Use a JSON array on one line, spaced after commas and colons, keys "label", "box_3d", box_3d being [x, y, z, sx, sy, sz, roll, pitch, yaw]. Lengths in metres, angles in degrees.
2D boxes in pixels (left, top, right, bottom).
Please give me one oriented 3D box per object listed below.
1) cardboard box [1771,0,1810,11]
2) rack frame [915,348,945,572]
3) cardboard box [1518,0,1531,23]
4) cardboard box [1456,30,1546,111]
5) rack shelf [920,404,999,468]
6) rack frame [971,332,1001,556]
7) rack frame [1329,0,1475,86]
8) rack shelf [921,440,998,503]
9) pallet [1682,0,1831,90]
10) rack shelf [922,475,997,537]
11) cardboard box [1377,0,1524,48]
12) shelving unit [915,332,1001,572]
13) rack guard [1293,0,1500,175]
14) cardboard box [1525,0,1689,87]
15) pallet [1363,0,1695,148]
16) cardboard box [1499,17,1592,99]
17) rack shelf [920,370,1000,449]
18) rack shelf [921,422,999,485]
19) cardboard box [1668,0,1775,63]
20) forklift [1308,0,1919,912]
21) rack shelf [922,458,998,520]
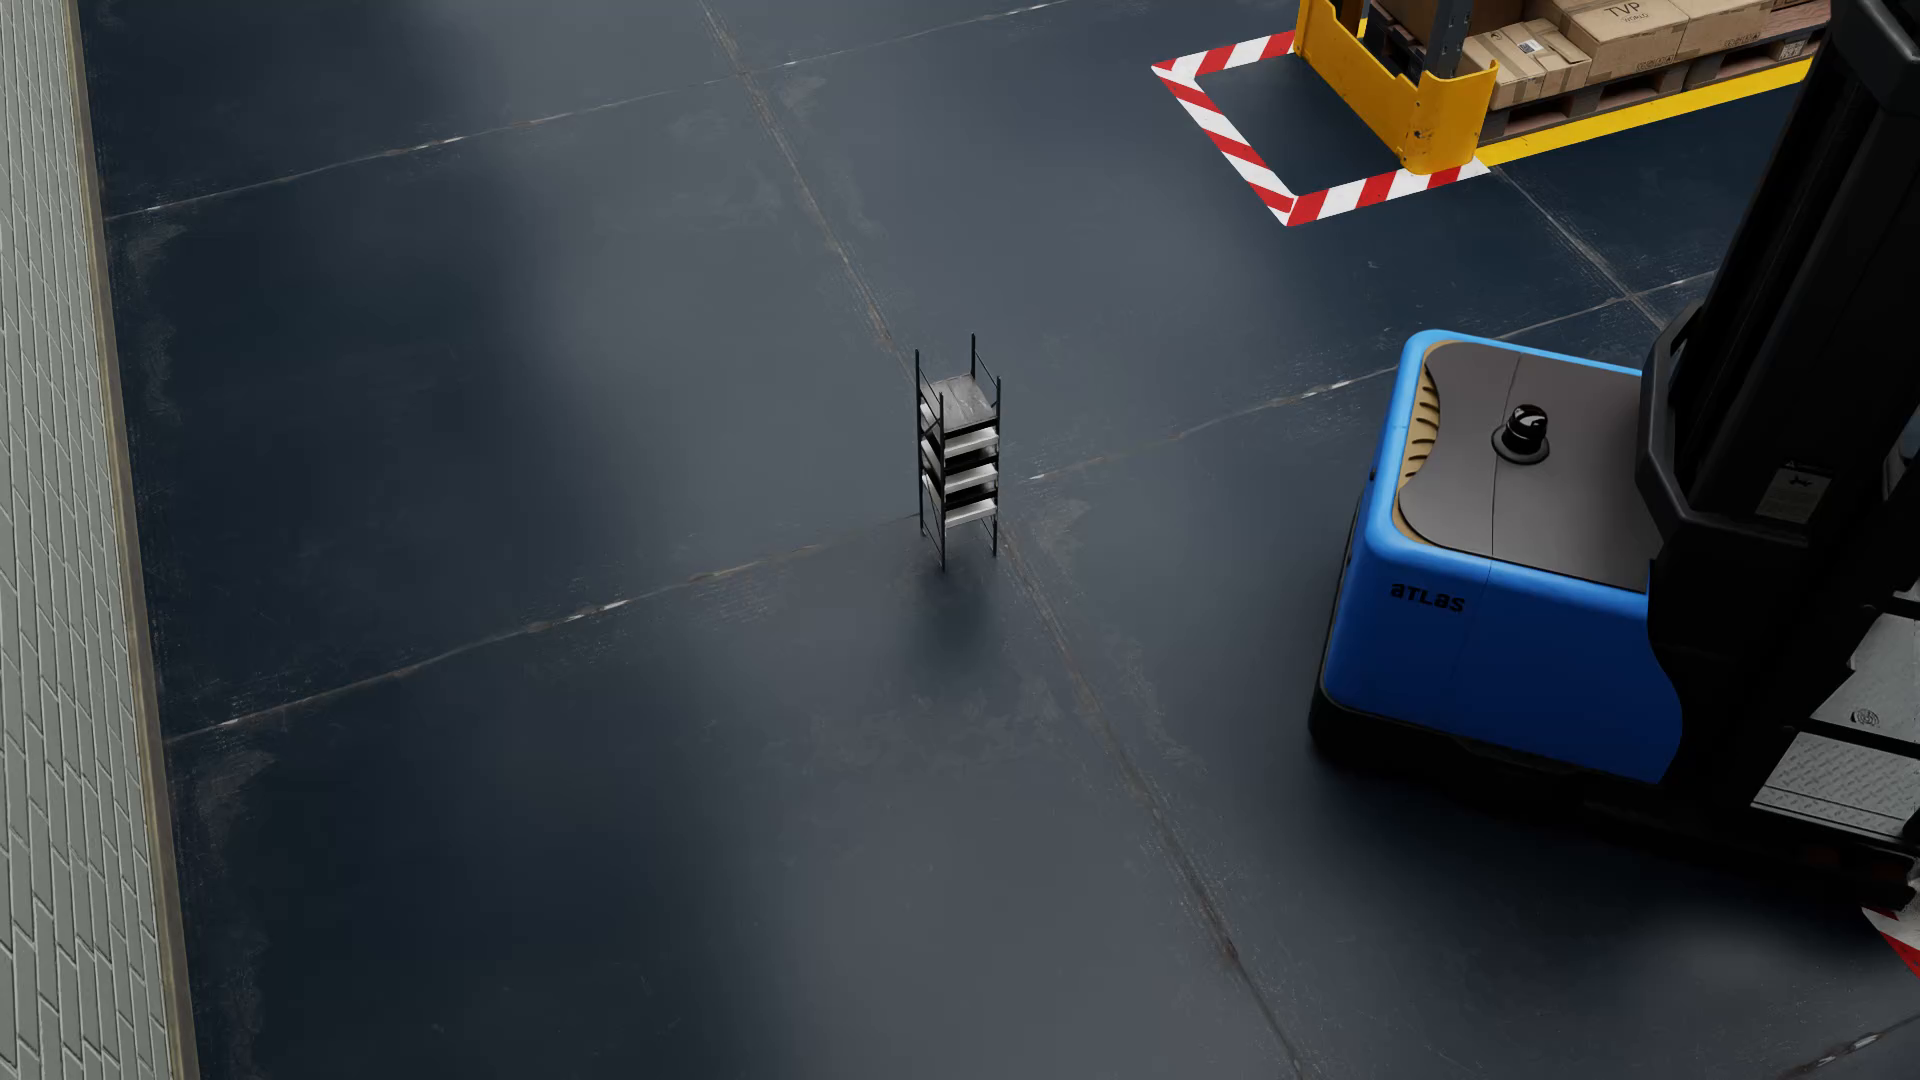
[{"label": "cardboard box", "box_3d": [3.911, -3.003, 8.134, 0.637, 0.503, 0.797, -17, 52, -14]}, {"label": "rack frame", "box_3d": [-0.102, -0.262, 5.808, 0.006, 0.900, 0.240, -17, 52, -14]}, {"label": "cardboard box", "box_3d": [2.765, -2.671, 8.070, 0.250, 0.166, 0.380, -17, 52, -14]}, {"label": "cardboard box", "box_3d": [2.463, -2.162, 7.645, 0.250, 0.149, 0.380, -17, 52, -14]}, {"label": "rack shelf", "box_3d": [-0.008, -0.386, 5.722, 0.200, 0.077, 0.258, -17, 52, -14]}, {"label": "rack frame", "box_3d": [0.087, -0.320, 5.858, 0.006, 0.900, 0.240, -17, 52, -14]}, {"label": "rack frame", "box_3d": [1.945, -3.068, 6.834, 0.127, 3.000, 1.000, -17, 52, -14]}, {"label": "rack shelf", "box_3d": [-0.008, -0.269, 5.858, 0.200, 0.077, 0.258, -17, 52, -14]}, {"label": "pallet", "box_3d": [3.881, -2.758, 8.406, 1.213, 0.211, 1.003, -17, 52, -14]}, {"label": "rack shelf", "box_3d": [-0.008, -0.152, 5.995, 0.200, 0.077, 0.258, -17, 52, -14]}, {"label": "cardboard box", "box_3d": [2.356, -2.726, 7.898, 0.500, 0.500, 0.500, -17, 52, -14]}, {"label": "shelving unit", "box_3d": [-0.008, -0.291, 5.833, 0.210, 0.900, 0.258, -17, 52, -14]}, {"label": "rack guard", "box_3d": [2.016, -2.276, 7.802, 0.348, 0.500, 1.175, -17, 52, -14]}, {"label": "cardboard box", "box_3d": [3.019, -2.416, 7.797, 0.500, 0.250, 0.500, -17, 52, -14]}, {"label": "pallet", "box_3d": [2.754, -2.411, 8.108, 1.213, 0.211, 1.003, -17, 52, -14]}, {"label": "cardboard box", "box_3d": [2.694, -2.239, 7.700, 0.250, 0.166, 0.380, -17, 52, -14]}, {"label": "rack shelf", "box_3d": [-0.008, -0.445, 5.654, 0.200, 0.077, 0.258, -17, 52, -14]}, {"label": "rack shelf", "box_3d": [-0.008, -0.328, 5.790, 0.200, 0.077, 0.258, -17, 52, -14]}, {"label": "cardboard box", "box_3d": [3.482, -2.560, 7.920, 0.500, 0.250, 0.500, -17, 52, -14]}, {"label": "forklift", "box_3d": [2.736, -0.262, 4.470, 3.031, 2.935, 1.130, 14, 51, 11]}, {"label": "rack shelf", "box_3d": [-0.008, -0.211, 5.927, 0.200, 0.077, 0.258, -17, 52, -14]}]
